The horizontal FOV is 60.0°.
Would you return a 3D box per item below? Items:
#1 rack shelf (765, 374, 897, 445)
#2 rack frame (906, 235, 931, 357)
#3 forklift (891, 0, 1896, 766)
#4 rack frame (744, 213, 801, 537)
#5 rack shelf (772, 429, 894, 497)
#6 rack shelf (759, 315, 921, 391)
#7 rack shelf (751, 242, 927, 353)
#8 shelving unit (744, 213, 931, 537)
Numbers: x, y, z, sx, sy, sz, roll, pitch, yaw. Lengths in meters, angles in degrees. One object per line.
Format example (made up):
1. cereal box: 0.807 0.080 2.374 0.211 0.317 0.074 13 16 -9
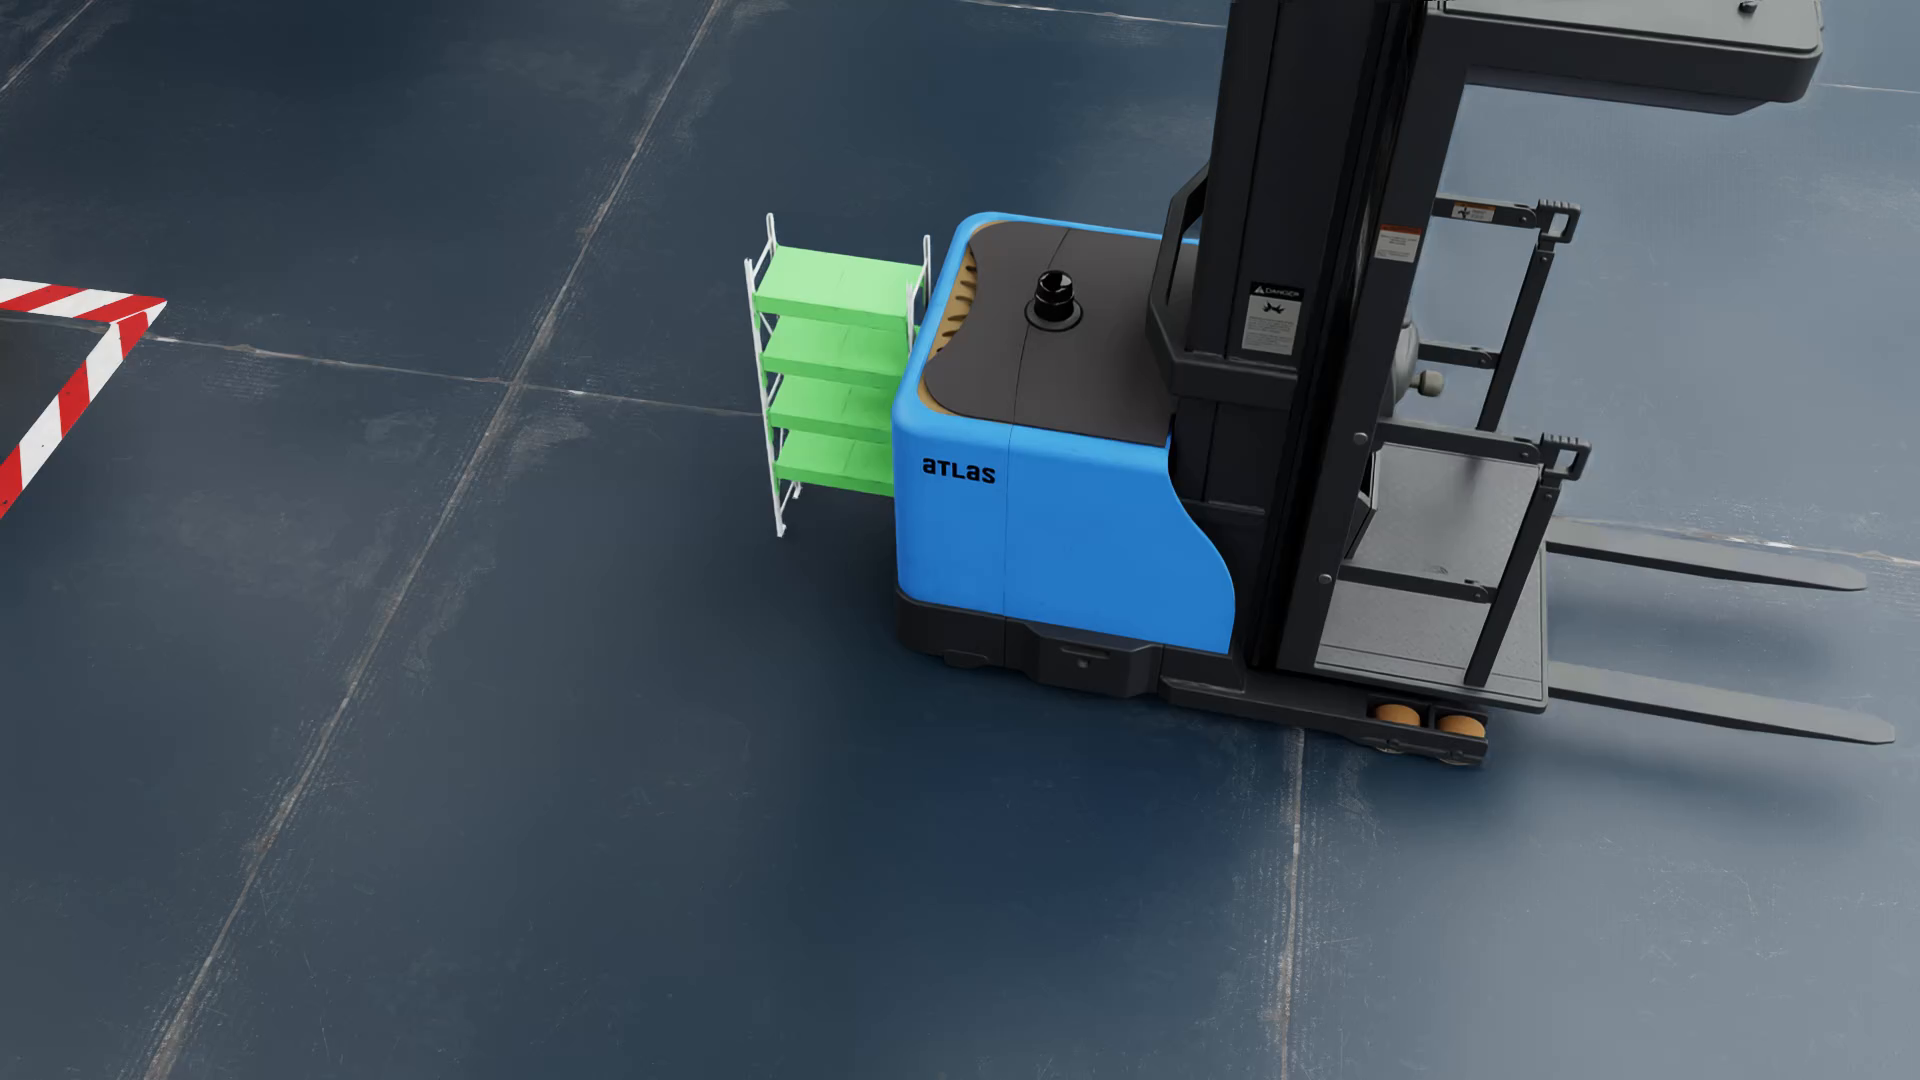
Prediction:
1. rack shelf: -0.360 -0.417 5.404 0.480 0.148 0.258 9 49 8
2. rack frame: -0.122 -0.420 5.320 0.015 1.200 0.240 9 49 8
3. forklift: 1.363 -0.723 4.429 3.031 2.935 1.130 9 49 8
4. rack frame: -0.598 -0.499 5.392 0.015 1.200 0.240 9 49 8
5. rack shelf: -0.360 -0.256 5.582 0.480 0.148 0.258 9 49 8
6. rack shelf: -0.360 -0.577 5.225 0.480 0.148 0.258 9 49 8
7. rack shelf: -0.360 -0.737 5.047 0.480 0.148 0.258 9 49 8
8. shelving unit: -0.360 -0.459 5.356 0.503 1.200 0.258 9 49 8
